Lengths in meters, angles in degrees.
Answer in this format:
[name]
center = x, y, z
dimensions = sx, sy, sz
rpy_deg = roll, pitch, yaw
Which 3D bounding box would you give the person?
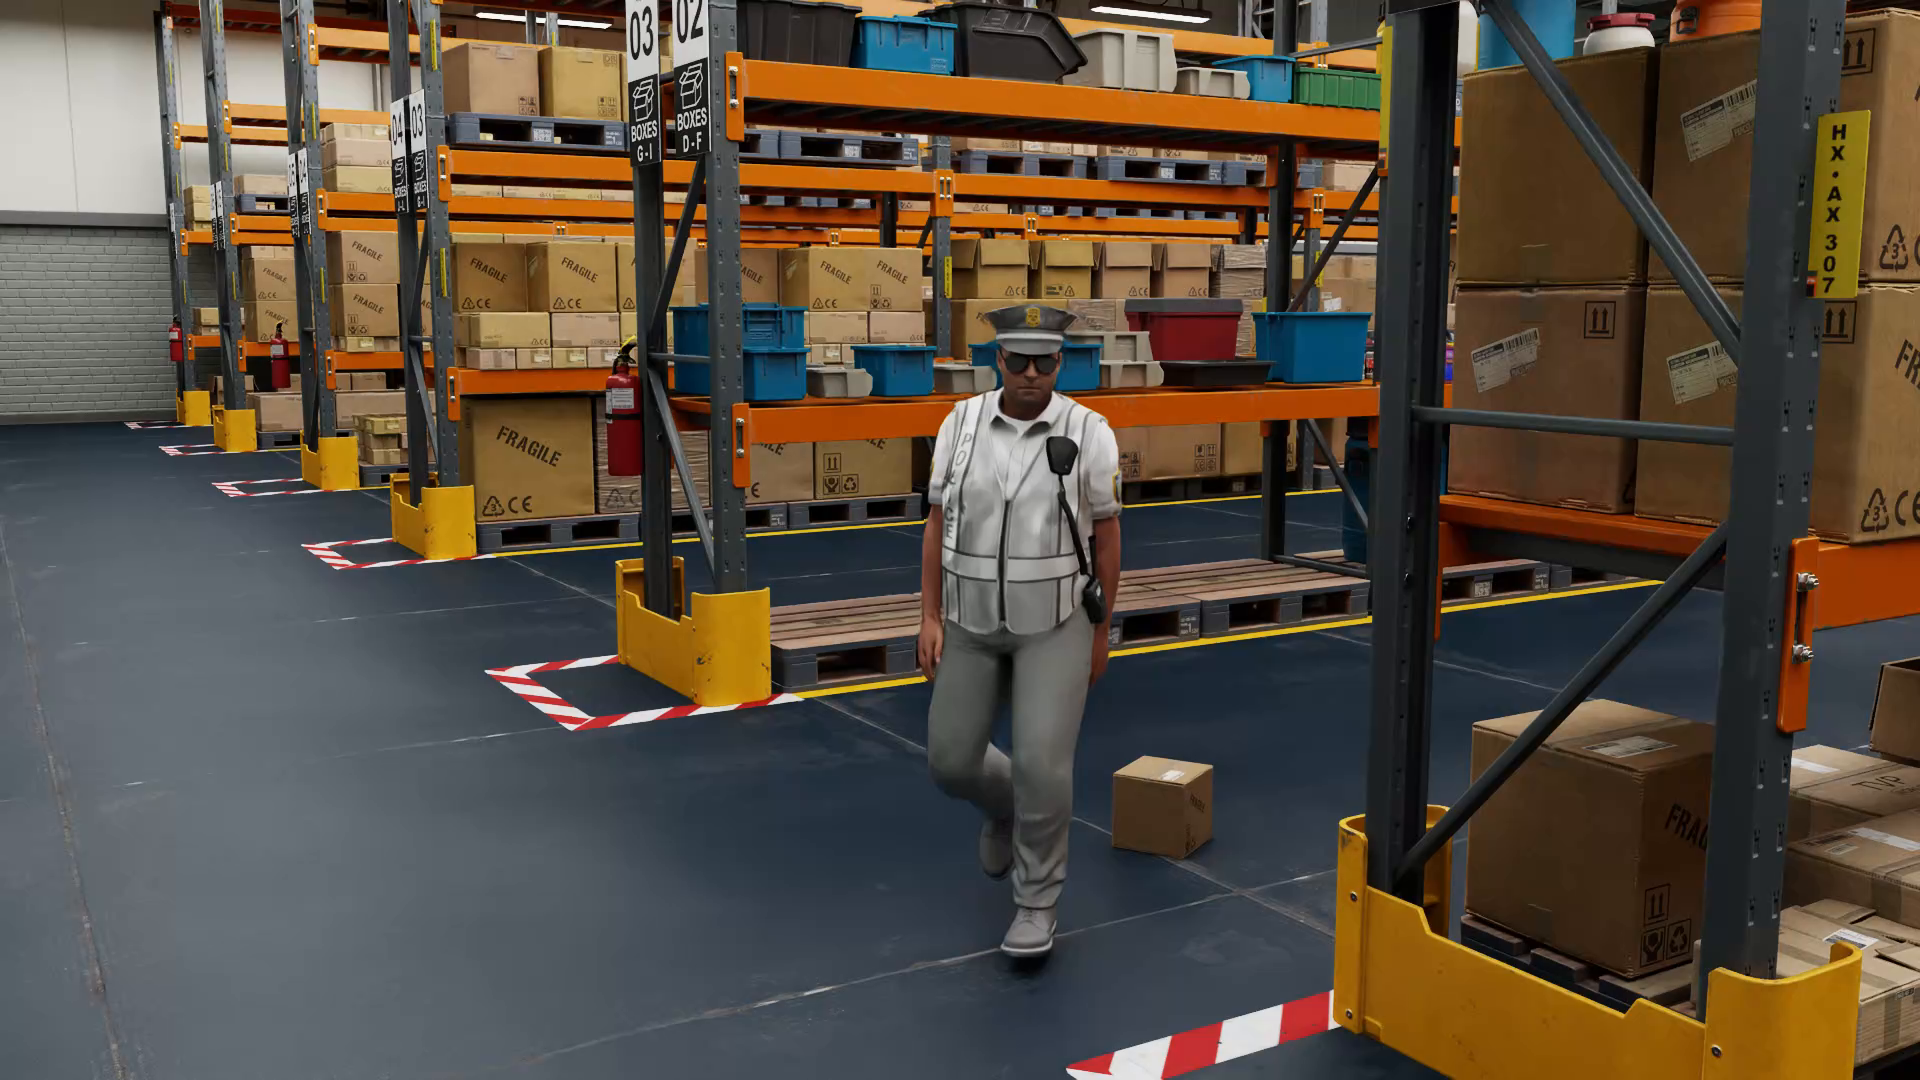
[person]
center = 0.171, 0.215, 4.609
dimensions = 0.550, 1.725, 0.703
rpy_deg = 2, 8, 15
